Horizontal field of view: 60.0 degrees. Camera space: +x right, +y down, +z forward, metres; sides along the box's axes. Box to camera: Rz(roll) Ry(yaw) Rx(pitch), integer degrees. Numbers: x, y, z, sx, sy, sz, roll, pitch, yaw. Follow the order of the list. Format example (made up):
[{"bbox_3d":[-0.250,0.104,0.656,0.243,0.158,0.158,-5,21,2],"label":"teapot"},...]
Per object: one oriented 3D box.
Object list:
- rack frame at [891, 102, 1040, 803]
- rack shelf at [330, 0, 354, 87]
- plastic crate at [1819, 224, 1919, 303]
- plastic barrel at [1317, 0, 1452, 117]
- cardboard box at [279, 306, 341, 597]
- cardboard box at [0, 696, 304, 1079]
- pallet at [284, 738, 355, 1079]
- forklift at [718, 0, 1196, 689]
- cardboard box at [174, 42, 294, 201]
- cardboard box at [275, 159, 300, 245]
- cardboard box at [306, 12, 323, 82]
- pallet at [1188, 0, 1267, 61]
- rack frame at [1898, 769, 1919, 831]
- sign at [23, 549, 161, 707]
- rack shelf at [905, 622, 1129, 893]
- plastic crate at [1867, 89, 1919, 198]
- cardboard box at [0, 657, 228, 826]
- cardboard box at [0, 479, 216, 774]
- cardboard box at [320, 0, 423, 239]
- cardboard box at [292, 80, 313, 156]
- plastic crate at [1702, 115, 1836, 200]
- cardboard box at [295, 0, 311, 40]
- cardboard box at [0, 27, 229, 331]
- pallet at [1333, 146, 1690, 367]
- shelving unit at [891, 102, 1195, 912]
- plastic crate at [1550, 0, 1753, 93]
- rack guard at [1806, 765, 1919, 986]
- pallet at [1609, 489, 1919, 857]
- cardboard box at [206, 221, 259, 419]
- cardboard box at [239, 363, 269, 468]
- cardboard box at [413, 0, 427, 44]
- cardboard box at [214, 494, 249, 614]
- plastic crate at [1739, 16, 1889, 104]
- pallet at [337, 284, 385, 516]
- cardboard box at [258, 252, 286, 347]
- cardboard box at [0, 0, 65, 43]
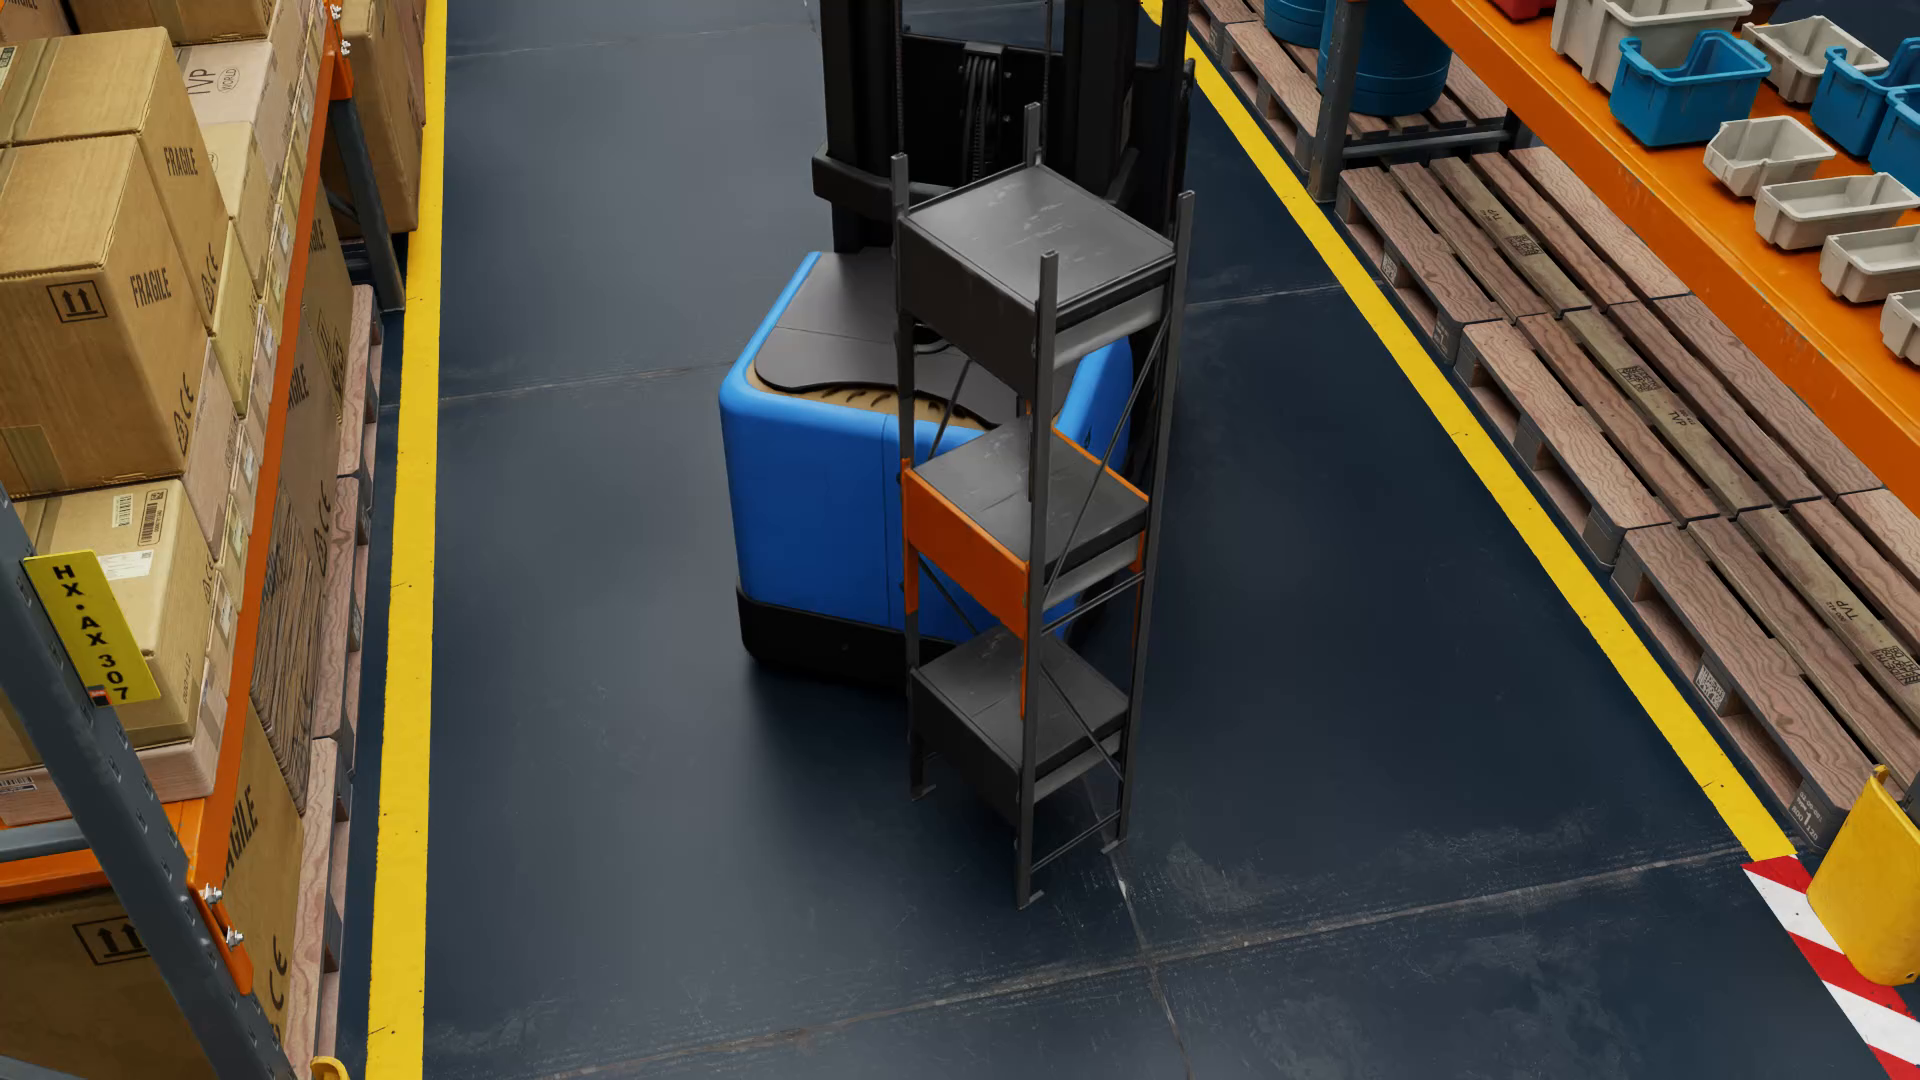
[{"bbox_3d":[0.016,-0.098,4.279,0.400,2.100,0.015,-28,48,-28],"label":"rack frame"},{"bbox_3d":[-3.200,-3.048,7.466,1.077,0.370,4.000,-8,42,-9],"label":"rack shelf"},{"bbox_3d":[2.530,-0.754,4.493,0.396,0.136,0.243,-8,42,-9],"label":"plastic crate"},{"bbox_3d":[1.967,-2.457,7.523,0.600,0.901,0.708,-8,42,-9],"label":"plastic barrel"},{"bbox_3d":[-2.510,-0.360,5.180,0.875,0.875,0.875,-8,42,-9],"label":"cardboard box"},{"bbox_3d":[-2.121,0.807,3.866,0.875,0.875,0.875,-8,42,-9],"label":"cardboard box"},{"bbox_3d":[-2.154,1.108,4.342,1.003,0.211,1.213,-8,42,-9],"label":"pallet"},{"bbox_3d":[0.204,-1.558,5.298,1.130,2.935,3.031,11,43,12],"label":"forklift"},{"bbox_3d":[-2.192,-1.161,4.687,0.500,0.250,0.500,-8,42,-8],"label":"cardboard box"},{"bbox_3d":[-2.105,-0.943,4.742,0.380,0.149,0.250,-9,42,-10],"label":"cardboard box"},{"bbox_3d":[-2.327,-1.608,5.492,0.380,0.149,0.250,-8,42,-8],"label":"cardboard box"},{"bbox_3d":[1.675,-2.986,8.954,1.003,0.211,1.213,-8,42,-9],"label":"pallet"},{"bbox_3d":[2.931,-0.137,3.645,1.000,3.000,0.127,-8,42,-9],"label":"rack frame"},{"bbox_3d":[-1.362,0.144,2.617,0.100,0.325,0.005,-8,42,-9],"label":"sign"},{"bbox_3d":[0.166,0.563,4.609,0.431,0.518,0.480,-28,48,-28],"label":"rack shelf"},{"bbox_3d":[2.915,-1.158,4.876,0.416,0.233,0.300,-8,42,-9],"label":"plastic crate"},{"bbox_3d":[-1.659,0.389,3.241,0.380,0.149,0.250,-8,42,-9],"label":"cardboard box"},{"bbox_3d":[-1.745,0.168,3.191,0.500,0.250,0.500,-9,42,-10],"label":"cardboard box"},{"bbox_3d":[-2.926,-1.795,6.796,1.225,0.875,0.875,-8,42,-9],"label":"cardboard box"},{"bbox_3d":[-2.216,-1.276,5.117,0.380,0.149,0.250,-8,42,-8],"label":"cardboard box"},{"bbox_3d":[2.364,-1.120,4.905,0.298,0.136,0.250,-8,42,-9],"label":"plastic crate"},{"bbox_3d":[-2.417,-1.827,5.437,0.500,0.250,0.500,-9,42,-10],"label":"cardboard box"},{"bbox_3d":[-1.971,-0.772,3.684,0.500,0.500,0.500,-9,42,-10],"label":"cardboard box"},{"bbox_3d":[2.265,-1.216,6.961,1.003,0.211,1.213,-8,42,-9],"label":"pallet"},{"bbox_3d":[0.166,0.029,4.136,0.431,2.100,0.503,-28,48,-28],"label":"shelving unit"},{"bbox_3d":[2.218,-1.692,5.441,0.437,0.282,0.530,-8,42,-9],"label":"plastic crate"},{"bbox_3d":[2.949,0.811,4.459,1.175,0.500,0.348,-8,42,-9],"label":"rack guard"},{"bbox_3d":[2.791,0.366,5.179,1.003,0.211,1.213,-8,42,-9],"label":"pallet"},{"bbox_3d":[-1.968,-0.495,3.937,0.500,0.250,0.500,-10,43,-11],"label":"cardboard box"},{"bbox_3d":[-1.883,-0.277,3.991,0.380,0.149,0.250,-9,42,-10],"label":"cardboard box"},{"bbox_3d":[-3.318,-2.946,8.094,1.225,0.875,0.875,-8,42,-9],"label":"cardboard box"},{"bbox_3d":[-1.772,0.057,3.615,0.380,0.149,0.250,-9,42,-10],"label":"cardboard box"},{"bbox_3d":[2.737,-1.568,5.410,0.293,0.136,0.466,-8,42,-9],"label":"plastic crate"},{"bbox_3d":[-2.681,-0.473,6.124,1.003,0.211,1.213,-8,42,-9],"label":"pallet"},{"bbox_3d":[-1.993,-0.608,4.364,0.380,0.149,0.250,-9,42,-10],"label":"cardboard box"},{"bbox_3d":[-2.699,-1.352,4.337,0.500,0.500,0.500,-10,42,-11],"label":"cardboard box"}]
